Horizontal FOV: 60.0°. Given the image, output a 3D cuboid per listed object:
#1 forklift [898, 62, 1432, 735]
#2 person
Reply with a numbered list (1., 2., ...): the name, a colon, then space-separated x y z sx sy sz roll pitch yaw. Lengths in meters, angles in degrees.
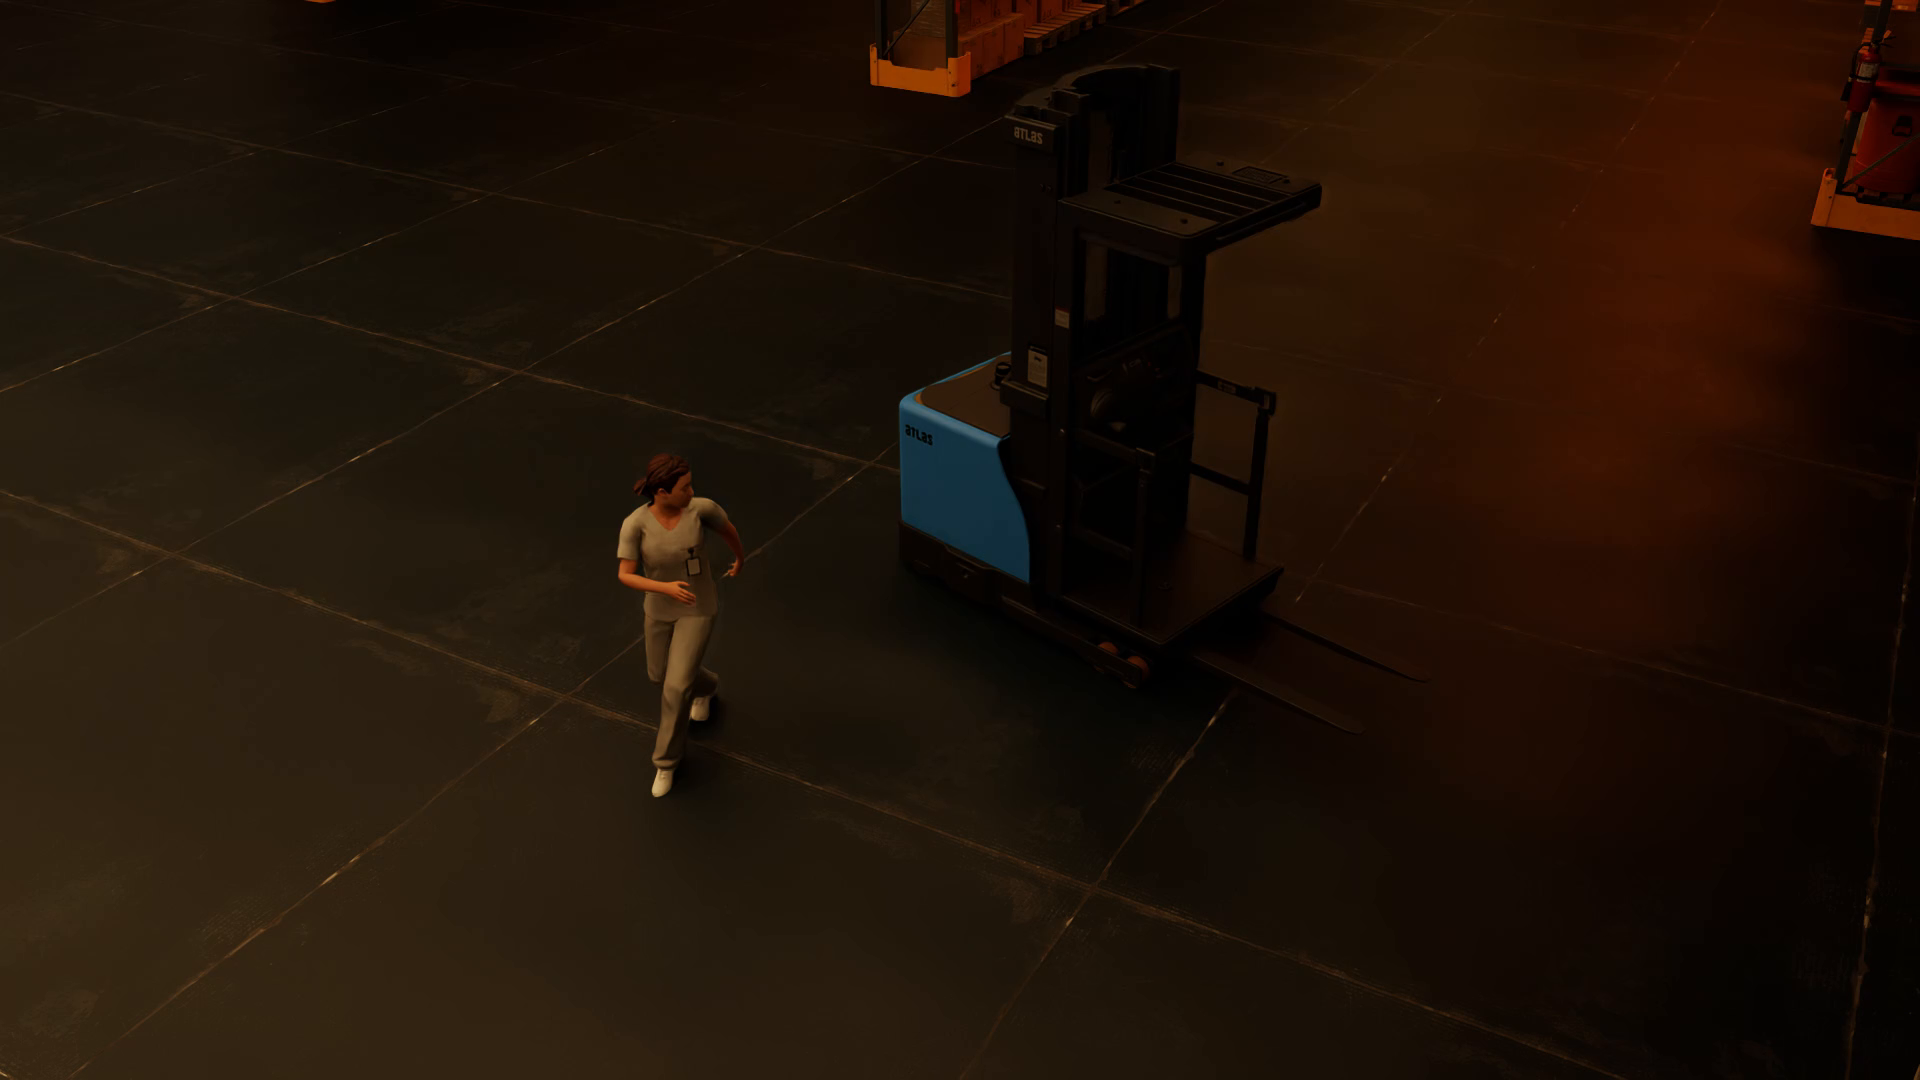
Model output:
1. forklift: 1.054 -0.791 8.440 3.031 2.935 1.130 26 39 37
2. person: -1.334 0.333 7.872 0.461 1.607 0.886 4 30 7
